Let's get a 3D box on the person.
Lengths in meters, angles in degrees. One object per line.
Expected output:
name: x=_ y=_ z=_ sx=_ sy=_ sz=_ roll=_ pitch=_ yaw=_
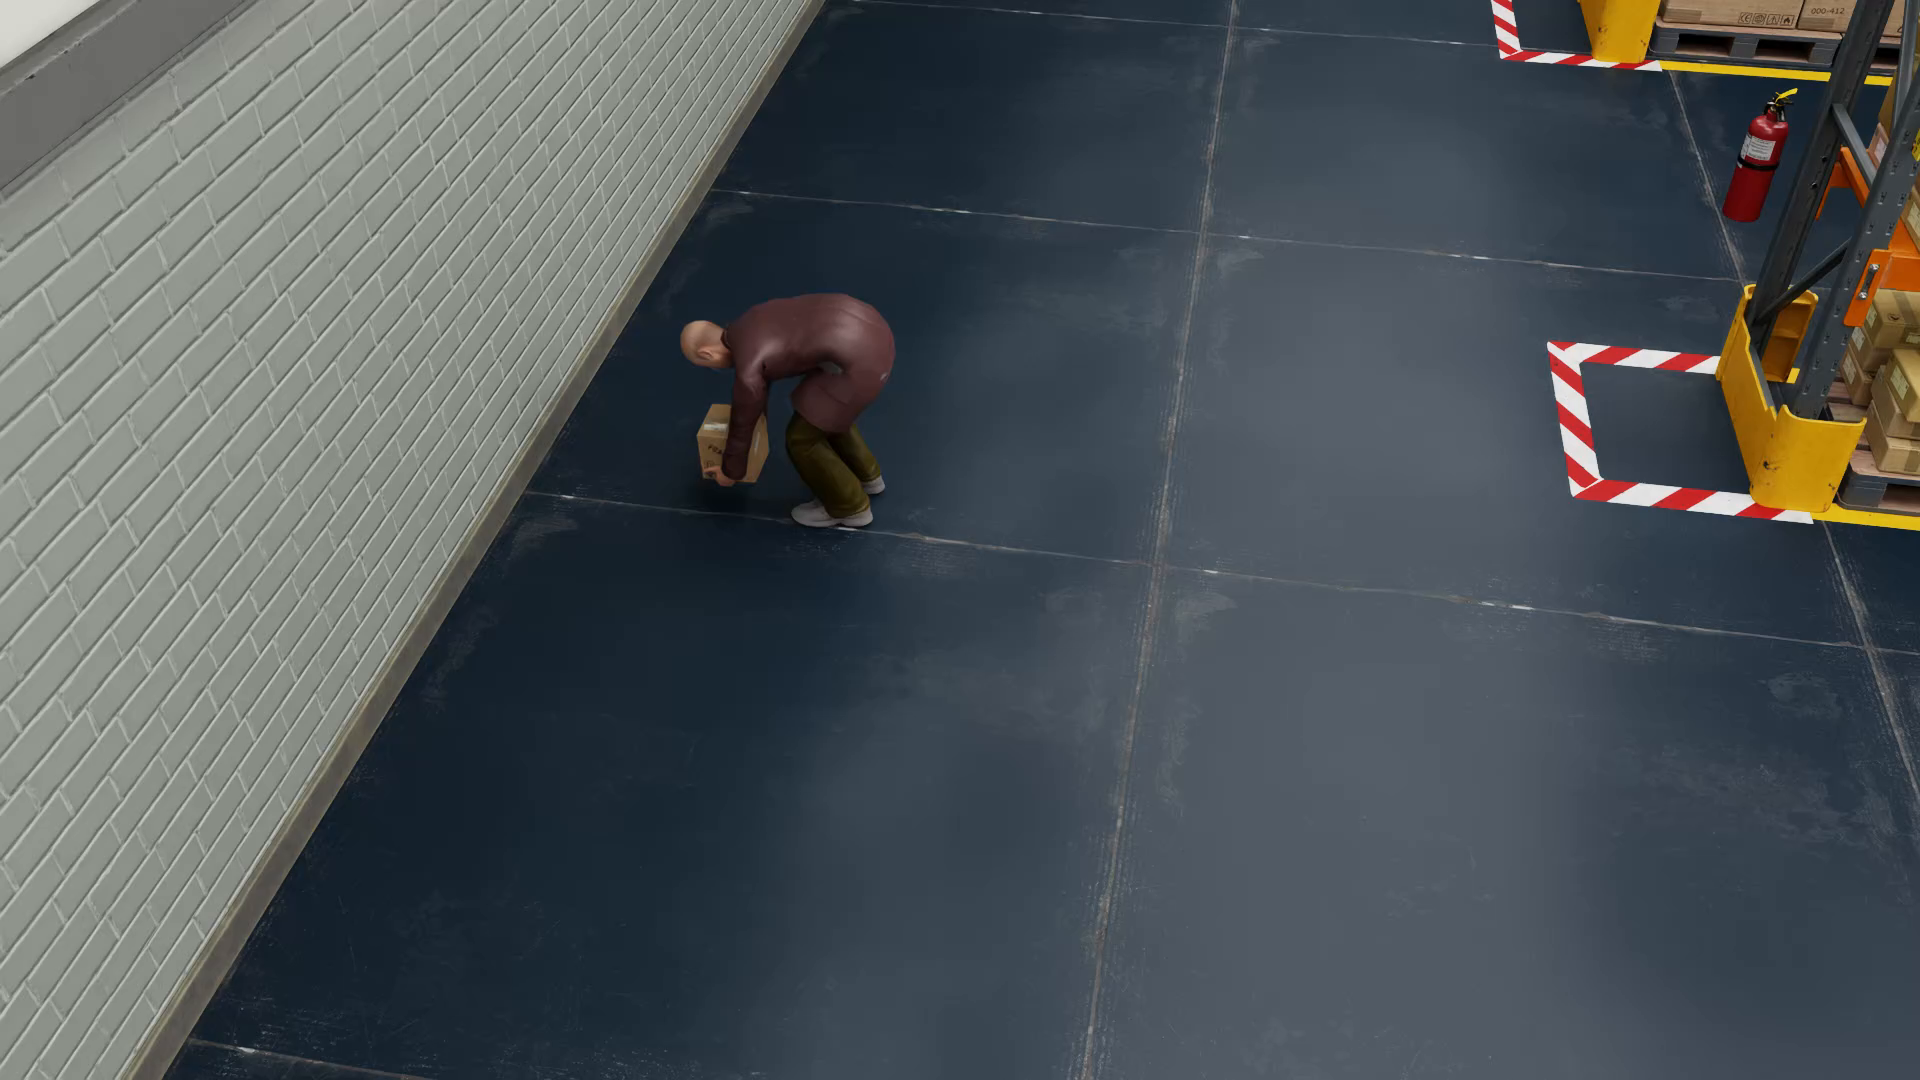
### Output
person: x=-0.752 y=-0.602 z=7.429 sx=0.949 sy=1.078 sz=0.581 roll=5 pitch=40 yaw=6
